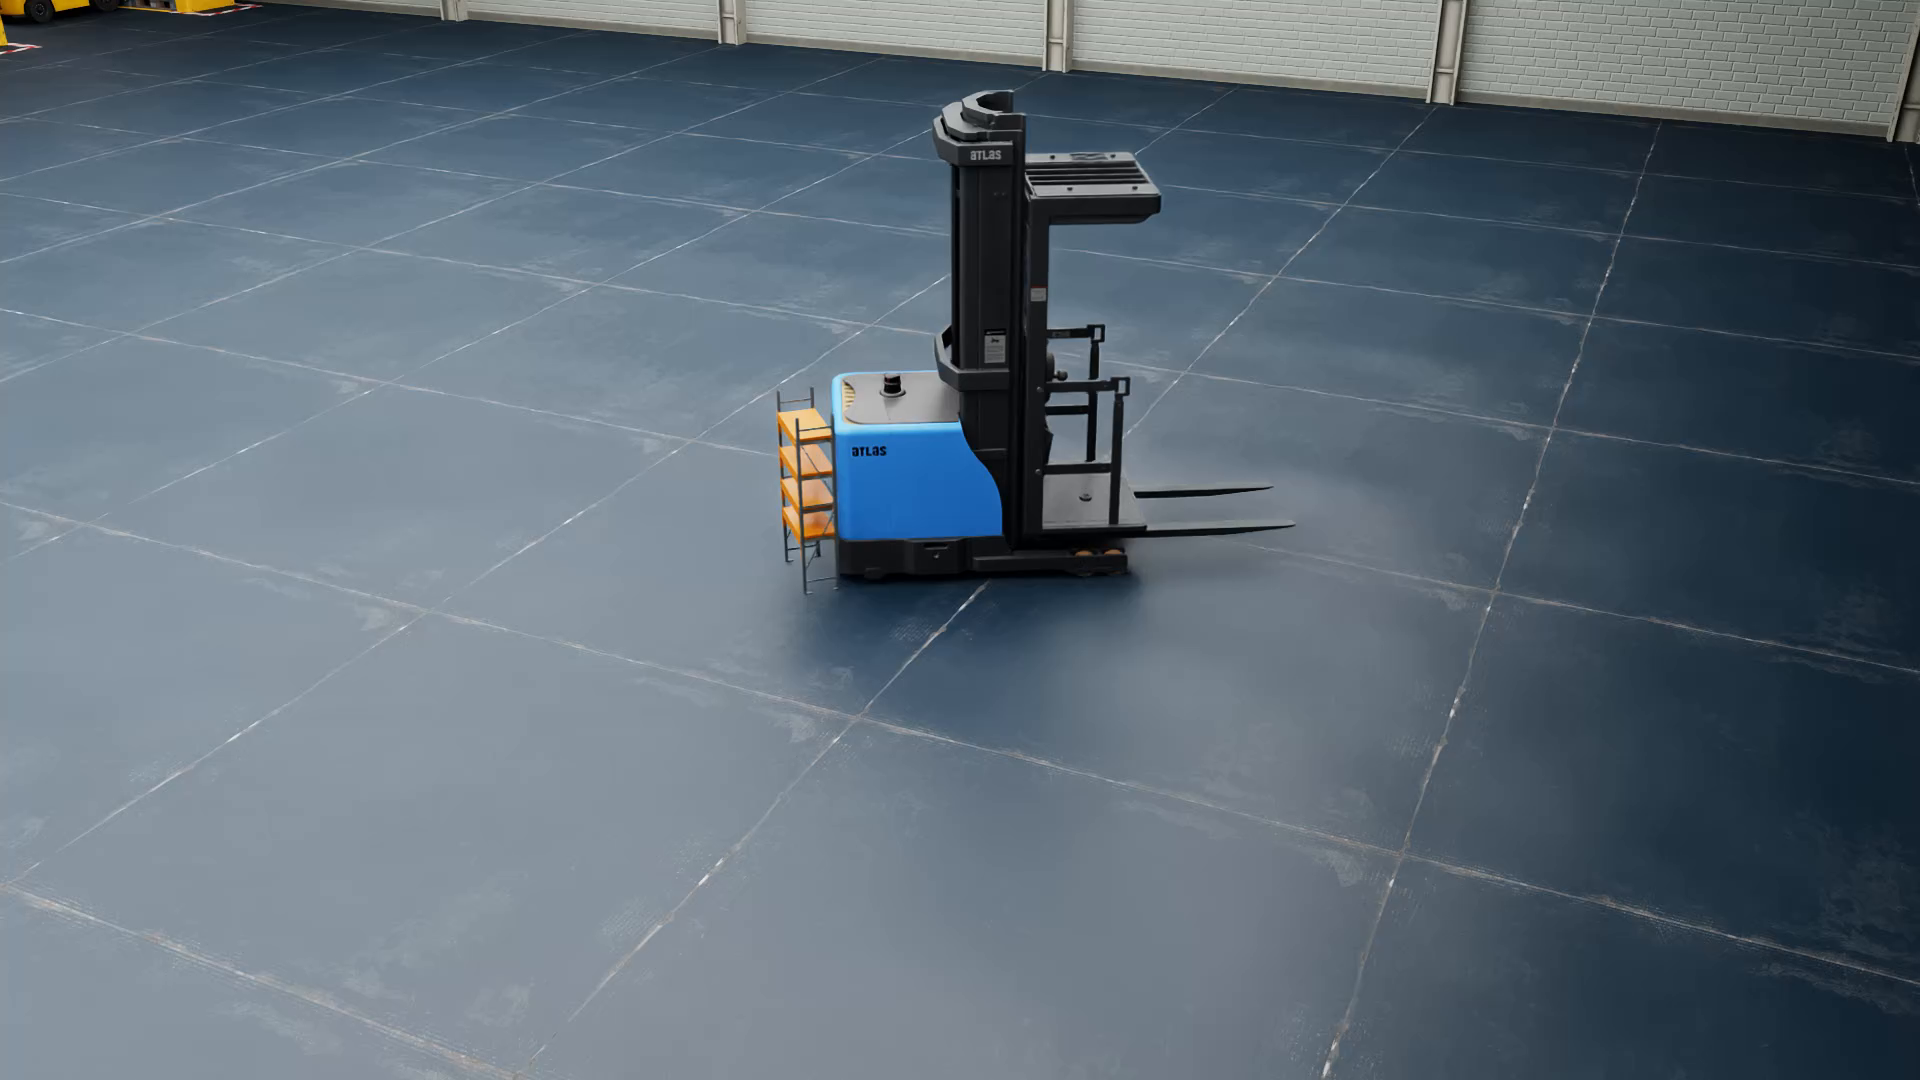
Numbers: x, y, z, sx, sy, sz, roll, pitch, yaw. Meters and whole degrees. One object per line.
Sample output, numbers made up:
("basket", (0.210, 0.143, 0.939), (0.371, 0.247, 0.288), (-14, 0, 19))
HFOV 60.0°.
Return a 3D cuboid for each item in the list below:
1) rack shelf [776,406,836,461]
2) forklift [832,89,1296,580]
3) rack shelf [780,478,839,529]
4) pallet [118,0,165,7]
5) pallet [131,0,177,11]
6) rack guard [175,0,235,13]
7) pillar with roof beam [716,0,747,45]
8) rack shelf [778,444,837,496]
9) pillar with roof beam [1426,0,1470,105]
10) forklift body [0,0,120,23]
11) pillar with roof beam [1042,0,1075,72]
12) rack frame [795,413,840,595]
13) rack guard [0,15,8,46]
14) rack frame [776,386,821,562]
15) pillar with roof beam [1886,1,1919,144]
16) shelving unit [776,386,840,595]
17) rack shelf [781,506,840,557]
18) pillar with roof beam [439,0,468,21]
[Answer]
("rack shelf", (-0.960, -0.665, 10.354), (0.258, 0.148, 0.480), (-9, 28, -17))
("forklift", (0.680, -1.308, 10.589), (3.031, 2.935, 1.130), (-2, 26, -4))
("rack shelf", (-0.960, -0.253, 10.557), (0.258, 0.148, 0.480), (-9, 28, -17))
("pallet", (-16.396, -10.718, 32.781), (1.213, 0.211, 1.003), (11, 28, 22))
("pallet", (-15.289, -10.495, 32.327), (1.213, 0.211, 1.003), (11, 28, 22))
("rack guard", (-14.554, -10.497, 32.004), (0.348, 0.500, 1.175), (11, 28, 22))
("pillar with roof beam", (-5.695, -10.879, 23.158), (0.400, 9.000, 9.100), (11, 28, 22))
("rack shelf", (-0.960, -0.453, 10.458), (0.258, 0.148, 0.480), (-9, 28, -17))
("pillar with roof beam", (5.229, -8.685, 18.702), (0.400, 9.000, 9.100), (11, 28, 22))
("forklift body", (-17.057, -10.855, 30.863), (1.214, 2.155, 2.313), (11, 28, 22))
("pillar with roof beam", (-0.233, -9.782, 20.930), (0.400, 9.000, 9.100), (11, 28, 22))
("rack frame", (-0.880, -0.211, 10.321), (0.240, 1.200, 0.015), (-9, 28, -17))
("rack guard", (-16.696, -8.519, 27.986), (0.348, 0.500, 1.175), (11, 28, 22))
("rack frame", (-1.040, -0.415, 10.734), (0.240, 1.200, 0.015), (-9, 28, -17))
("pillar with roof beam", (10.691, -7.588, 16.474), (0.400, 9.000, 9.100), (11, 28, 22))
("shelving unit", (-0.960, -0.313, 10.527), (0.258, 1.200, 0.503), (-9, 28, -17))
("rack shelf", (-0.960, -0.074, 10.645), (0.258, 0.148, 0.480), (-9, 28, -17))
("pillar with roof beam", (-11.156, -11.976, 25.386), (0.400, 9.000, 9.100), (11, 28, 22))
